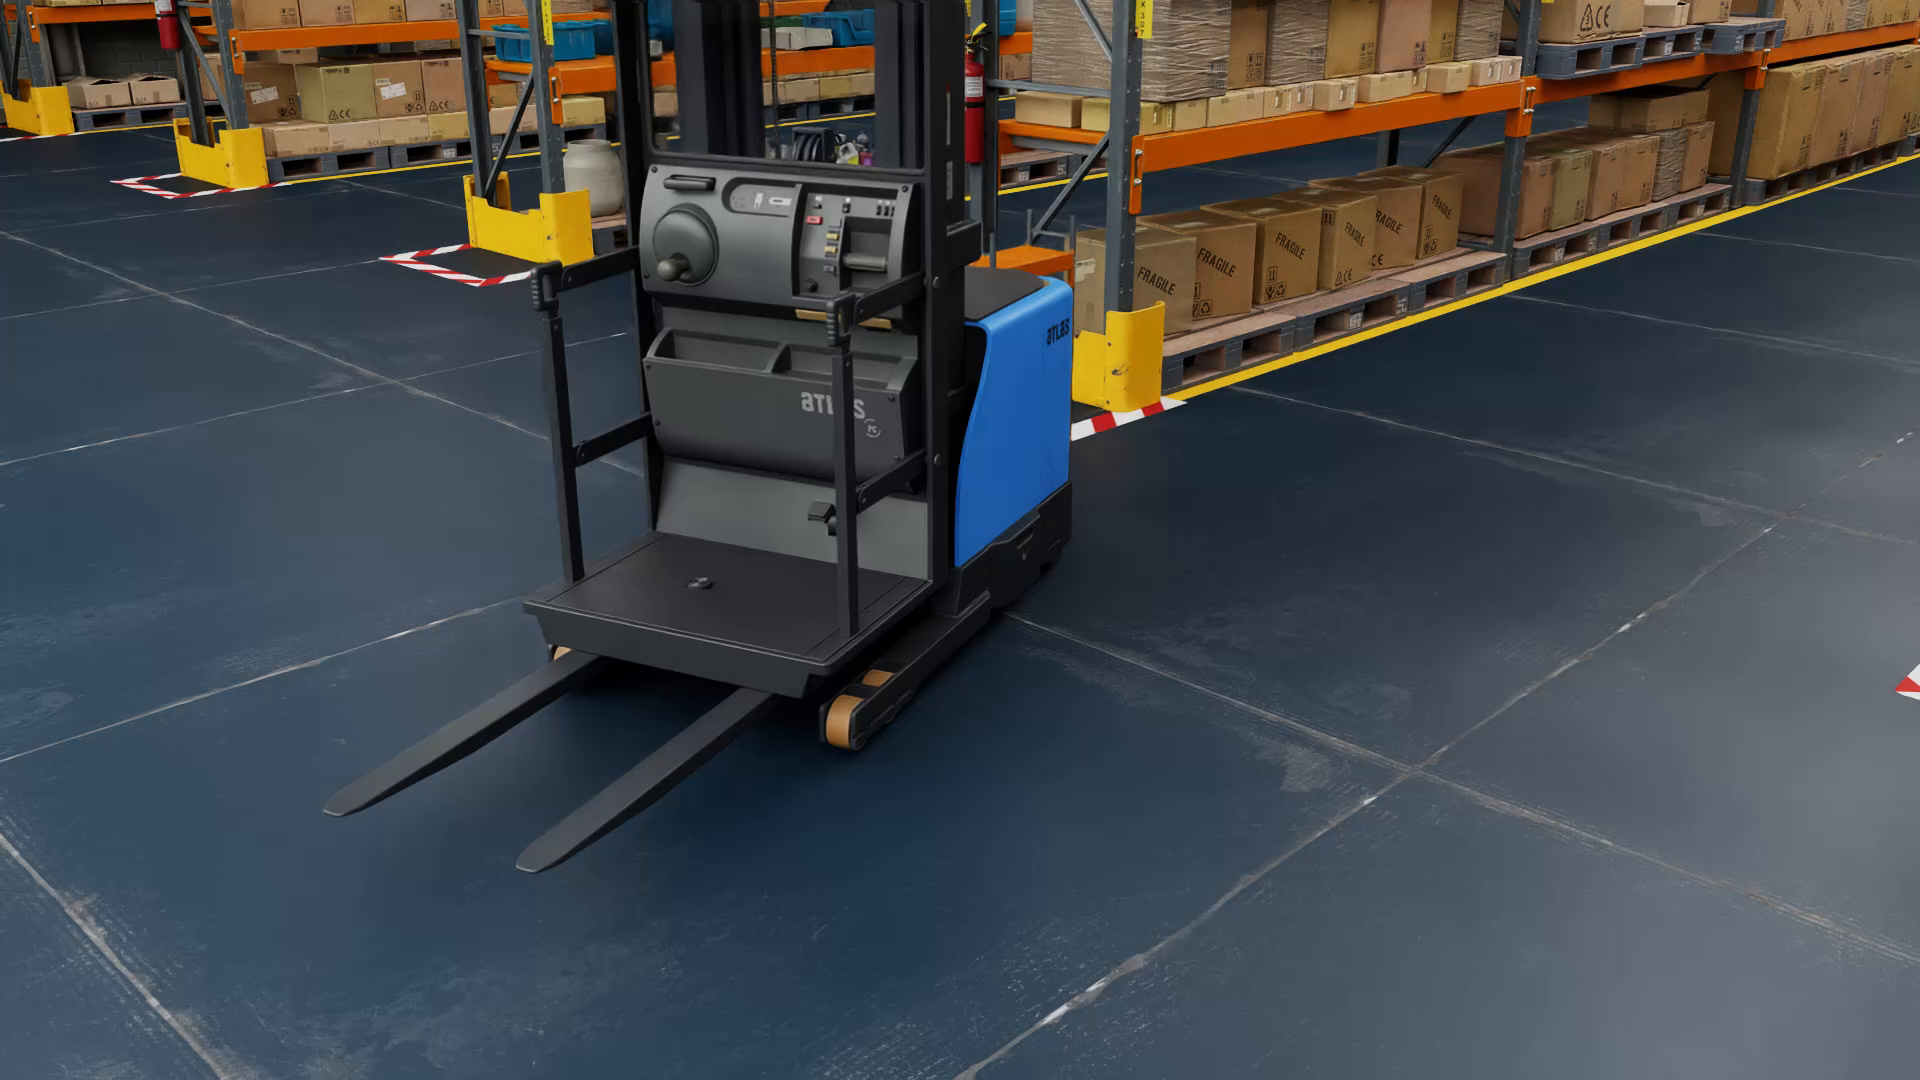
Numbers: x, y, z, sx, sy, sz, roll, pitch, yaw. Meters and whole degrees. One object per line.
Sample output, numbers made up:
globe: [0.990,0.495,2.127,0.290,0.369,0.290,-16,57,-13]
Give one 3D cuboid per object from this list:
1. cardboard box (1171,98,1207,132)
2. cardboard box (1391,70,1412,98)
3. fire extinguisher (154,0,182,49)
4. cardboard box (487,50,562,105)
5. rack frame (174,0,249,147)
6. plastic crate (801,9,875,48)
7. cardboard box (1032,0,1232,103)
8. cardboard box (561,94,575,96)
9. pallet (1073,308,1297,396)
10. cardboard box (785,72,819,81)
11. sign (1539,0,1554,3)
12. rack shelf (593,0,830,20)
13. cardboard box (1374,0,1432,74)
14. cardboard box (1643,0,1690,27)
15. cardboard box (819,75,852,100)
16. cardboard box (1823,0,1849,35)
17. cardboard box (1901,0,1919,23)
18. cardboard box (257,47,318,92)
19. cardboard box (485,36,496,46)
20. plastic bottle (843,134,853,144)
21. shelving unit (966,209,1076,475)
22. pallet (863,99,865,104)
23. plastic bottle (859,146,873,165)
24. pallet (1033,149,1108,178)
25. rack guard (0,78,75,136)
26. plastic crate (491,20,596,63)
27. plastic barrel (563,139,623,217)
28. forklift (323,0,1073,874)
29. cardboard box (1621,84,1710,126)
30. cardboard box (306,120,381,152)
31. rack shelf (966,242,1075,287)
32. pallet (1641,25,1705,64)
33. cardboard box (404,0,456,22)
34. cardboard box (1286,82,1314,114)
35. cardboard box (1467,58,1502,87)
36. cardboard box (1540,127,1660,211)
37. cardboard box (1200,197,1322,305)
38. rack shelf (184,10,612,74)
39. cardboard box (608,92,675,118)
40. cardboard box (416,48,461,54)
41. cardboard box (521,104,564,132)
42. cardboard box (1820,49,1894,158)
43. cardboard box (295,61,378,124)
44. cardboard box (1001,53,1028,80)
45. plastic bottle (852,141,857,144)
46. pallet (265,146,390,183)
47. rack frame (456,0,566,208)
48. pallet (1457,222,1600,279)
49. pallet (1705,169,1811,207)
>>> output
cardboard box: [1.008,-2.146,8.327,0.380,0.149,0.250,19,28,41]
cardboard box: [2.394,-2.663,9.673,0.380,0.149,0.250,19,28,41]
fire extinguisher: [-7.060,-4.720,14.782,0.296,0.674,0.183,19,28,41]
cardboard box: [-4.379,-4.662,16.724,0.500,0.500,0.500,19,28,41]
rack frame: [-6.645,-4.670,14.545,1.000,3.000,0.127,19,28,41]
plastic crate: [-0.886,-4.036,13.102,0.499,0.251,0.616,19,28,41]
cardboard box: [0.853,-2.510,8.370,0.875,0.500,0.500,19,28,41]
cardboard box: [-4.395,-4.568,17.525,0.500,0.250,0.500,19,28,41]
pallet: [1.095,-1.108,9.163,1.003,0.211,1.213,19,28,41]
cardboard box: [-1.965,-5.441,19.014,0.500,0.311,0.500,19,28,40]
sign: [3.635,-3.489,10.263,0.100,0.325,0.005,19,28,41]
rack shelf: [-2.459,-5.877,18.687,1.077,0.370,4.000,19,28,41]
cardboard box: [2.232,-3.030,9.723,0.875,0.500,0.500,19,28,41]
cardboard box: [5.061,-3.884,12.100,0.396,0.266,0.258,18,28,39]
cardboard box: [-1.614,-5.310,19.455,0.500,0.250,0.500,19,28,40]
cardboard box: [7.278,-4.616,14.263,0.500,0.500,0.500,19,28,40]
cardboard box: [8.691,-5.133,15.609,0.500,0.500,0.500,19,28,41]
cardboard box: [-8.102,-5.699,20.092,0.500,0.500,0.500,17,27,37]
cardboard box: [-6.196,-6.436,22.009,0.700,0.500,0.500,20,28,41]
plastic bottle: [-0.974,-3.307,14.170,0.061,0.283,0.133,19,28,41]
shelving unit: [0.203,-0.679,6.669,0.258,1.200,0.503,18,27,38]
pallet: [-0.516,-5.608,20.870,1.003,0.211,1.213,19,28,41]
plastic bottle: [-0.769,-3.056,13.518,0.133,0.283,0.061,-18,27,-39]
pallet: [1.063,-3.683,15.863,1.003,0.211,1.213,19,28,41]
rack guard: [-10.144,-4.762,18.267,1.175,0.500,0.348,19,28,41]
plastic crate: [-2.964,-3.564,11.873,0.499,0.251,0.616,19,28,41]
plastic barrel: [-2.694,-2.653,12.178,0.421,0.512,0.421,0,21,0]
forklift: [-0.658,-0.919,4.880,1.130,2.935,3.031,10,23,23]
cardboard box: [5.585,-3.455,13.209,0.500,0.250,0.500,-19,28,-40]
cardboard box: [-5.765,-3.795,15.513,0.500,0.250,0.500,19,28,41]
rack shelf: [0.203,-1.046,6.528,0.258,0.148,0.480,18,27,38]
pallet: [4.679,-3.638,12.126,1.003,0.211,1.213,19,28,41]
cardboard box: [-5.232,-5.233,15.868,0.500,0.500,0.700,-19,28,-40]
cardboard box: [1.687,-2.409,9.012,0.380,0.149,0.250,19,28,41]
cardboard box: [3.120,-2.910,10.316,0.380,0.149,0.250,19,28,41]
cardboard box: [4.809,-2.815,12.587,0.500,0.500,0.700,-17,27,-38]
cardboard box: [1.740,-1.694,9.700,0.500,0.500,0.500,-17,27,-37]
rack shelf: [-5.250,-4.849,16.011,1.077,0.370,4.000,19,28,41]
cardboard box: [-3.396,-4.653,17.746,0.500,0.250,0.500,18,28,39]
cardboard box: [-5.100,-4.663,16.728,0.500,0.500,0.500,19,28,41]
cardboard box: [-4.377,-4.311,16.857,0.500,0.250,0.500,19,28,41]
cardboard box: [7.766,-4.080,15.384,1.225,0.875,0.875,18,27,39]
cardboard box: [-5.764,-4.144,15.378,0.500,0.500,0.500,19,28,41]
cardboard box: [0.533,-6.210,21.421,0.500,0.500,0.500,18,27,39]
plastic bottle: [-0.916,-3.359,14.419,0.097,0.201,0.097,0,21,0]
pallet: [-6.142,-3.576,15.584,1.003,0.211,1.213,19,28,41]
rack frame: [-3.099,-3.430,11.317,1.000,3.000,0.127,19,28,41]
pallet: [3.782,-2.117,11.789,1.003,0.211,1.213,19,28,41]
pallet: [6.635,-3.129,14.420,1.003,0.211,1.213,19,28,41]
